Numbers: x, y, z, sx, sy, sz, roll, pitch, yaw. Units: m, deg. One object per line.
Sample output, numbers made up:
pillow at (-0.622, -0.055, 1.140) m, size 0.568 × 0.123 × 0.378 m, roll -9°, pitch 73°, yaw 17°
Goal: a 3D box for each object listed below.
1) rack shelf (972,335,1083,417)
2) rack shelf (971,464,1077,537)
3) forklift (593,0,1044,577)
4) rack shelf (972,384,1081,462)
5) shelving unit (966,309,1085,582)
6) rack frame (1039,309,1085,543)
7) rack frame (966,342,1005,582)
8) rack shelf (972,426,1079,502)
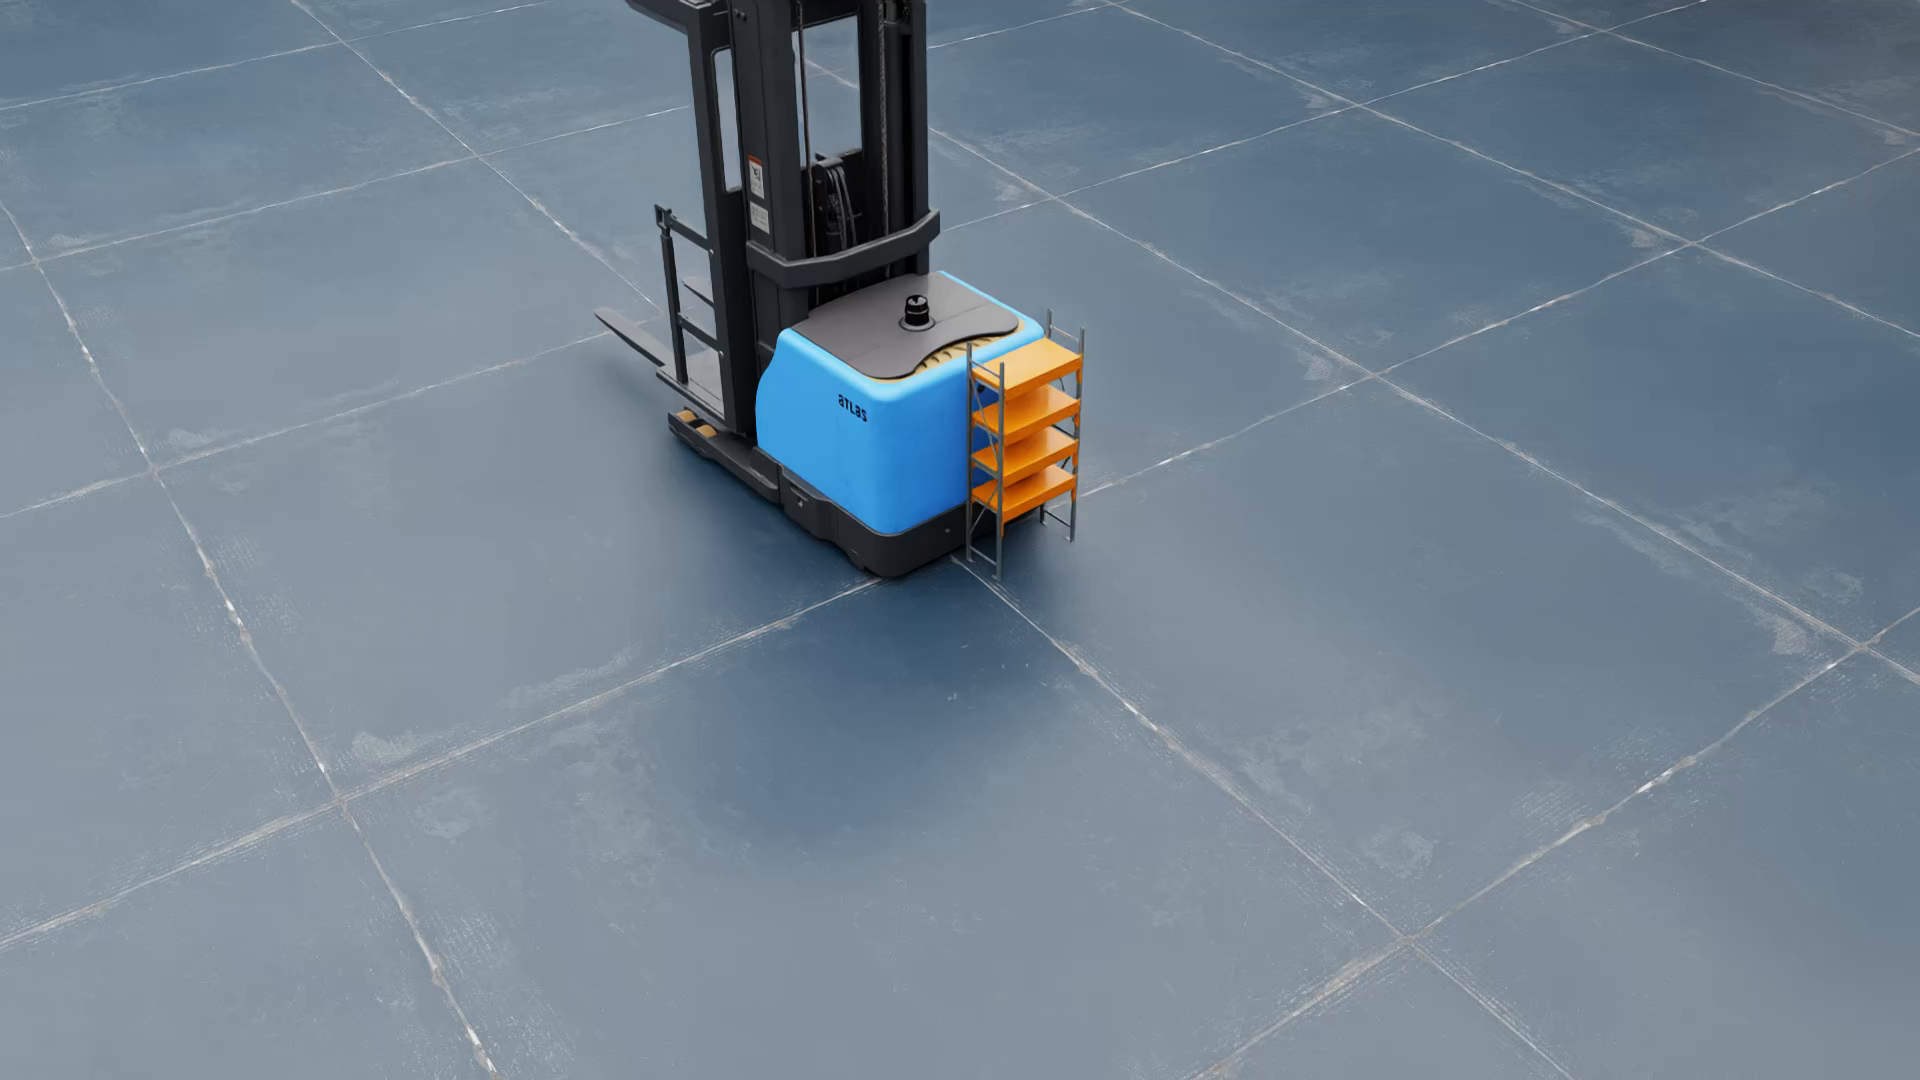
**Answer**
rack shelf at (0.299, -0.753, 7.597) m, size 0.480 × 0.148 × 0.258 m, roll -27°, pitch 43°, yaw -32°
rack shelf at (0.299, -0.218, 7.981) m, size 0.480 × 0.148 × 0.258 m, roll -27°, pitch 43°, yaw -32°
forklift at (-0.919, -1.805, 8.249) m, size 1.130 × 2.935 × 3.031 m, roll -26°, pitch 43°, yaw -32°
rack shelf at (0.299, -0.561, 7.735) m, size 0.480 × 0.148 × 0.258 m, roll -27°, pitch 43°, yaw -32°
shelving unit at (0.299, -0.434, 7.826) m, size 0.503 × 1.200 × 0.258 m, roll -27°, pitch 43°, yaw -32°
rack frame at (0.484, -0.527, 7.955) m, size 0.015 × 1.200 × 0.240 m, roll -27°, pitch 43°, yaw -32°
rack frame at (0.114, -0.341, 7.697) m, size 0.015 × 1.200 × 0.240 m, roll -27°, pitch 43°, yaw -32°
rack shelf at (0.299, -0.380, 7.865) m, size 0.480 × 0.148 × 0.258 m, roll -27°, pitch 43°, yaw -32°
